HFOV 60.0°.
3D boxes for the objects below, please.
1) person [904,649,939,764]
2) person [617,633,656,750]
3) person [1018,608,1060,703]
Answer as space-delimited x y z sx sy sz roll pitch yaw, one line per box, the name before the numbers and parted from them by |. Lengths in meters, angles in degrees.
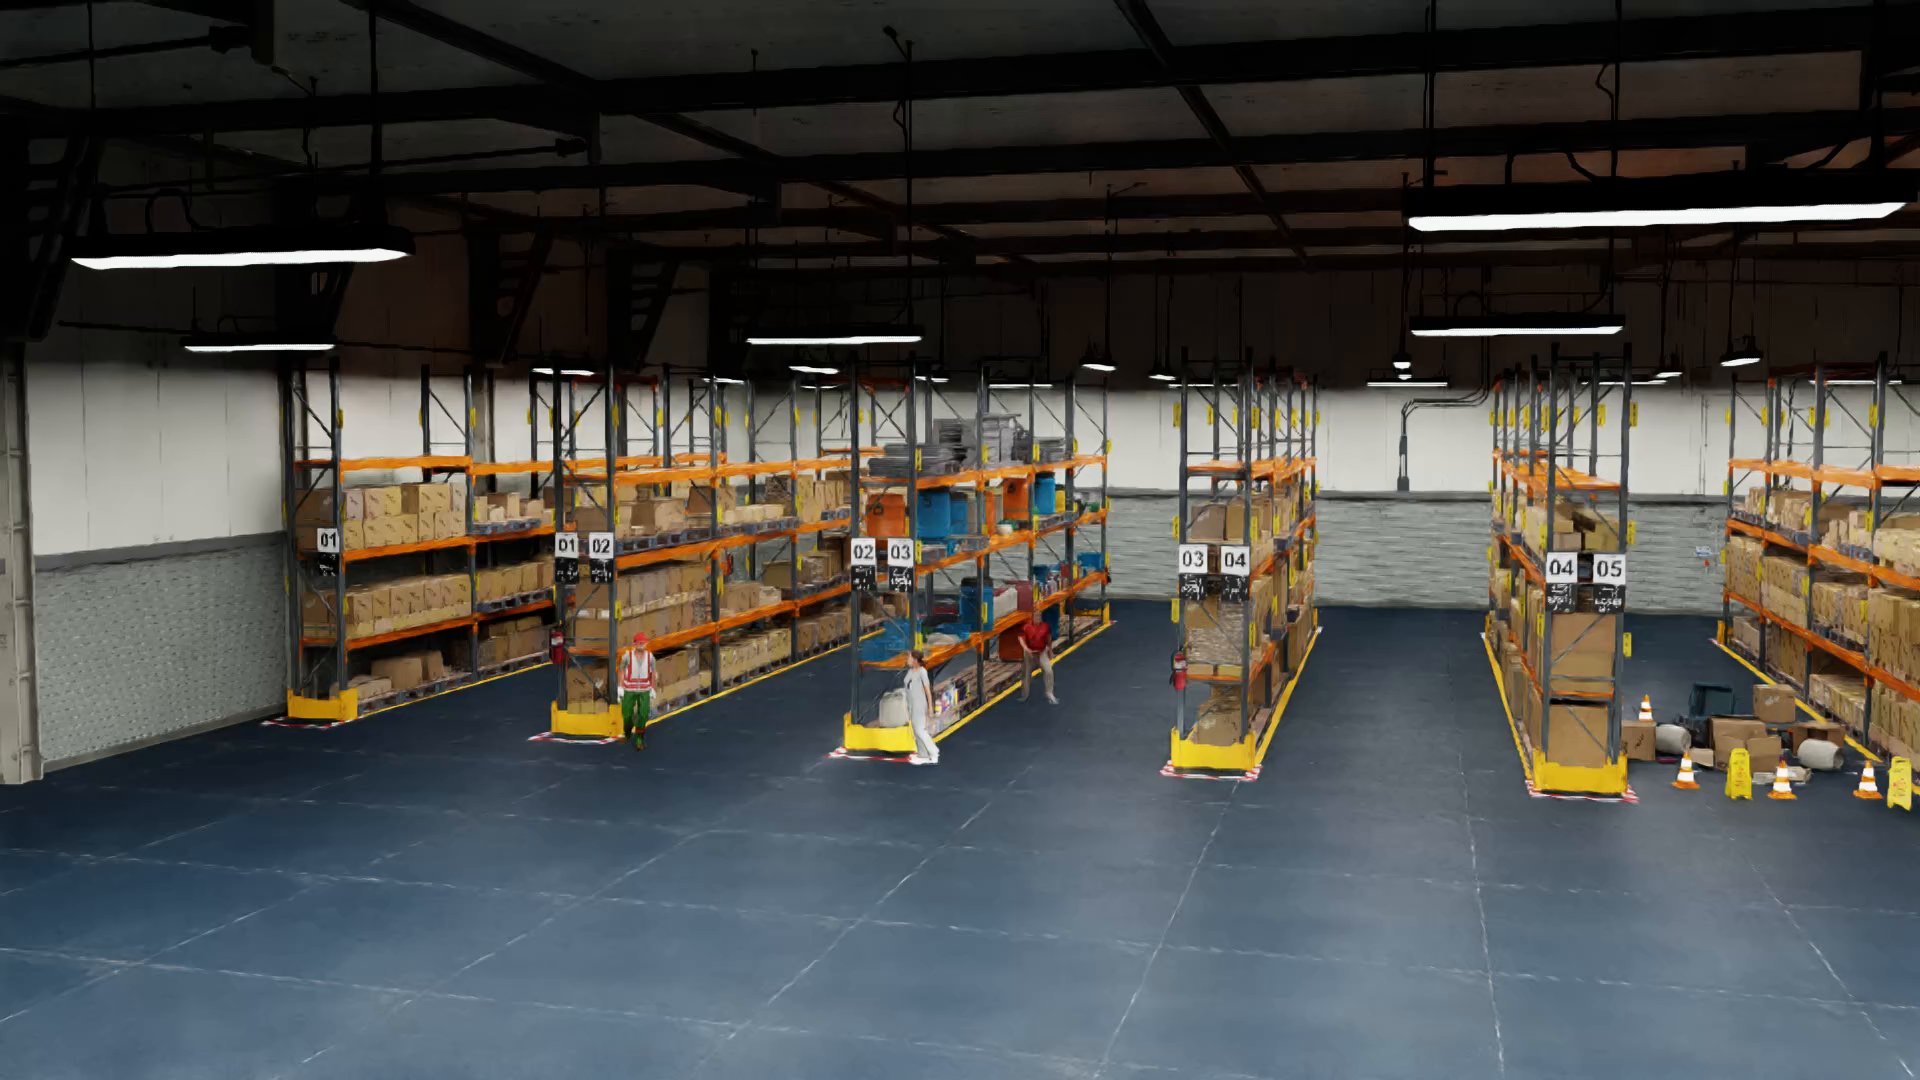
person | -0.557 2.407 24.051 0.435 1.656 0.562 -3 5 -32
person | -4.903 2.272 25.171 0.589 1.777 0.567 -1 4 -19
person | 1.350 2.016 29.276 0.692 1.672 0.788 -1 4 -8
